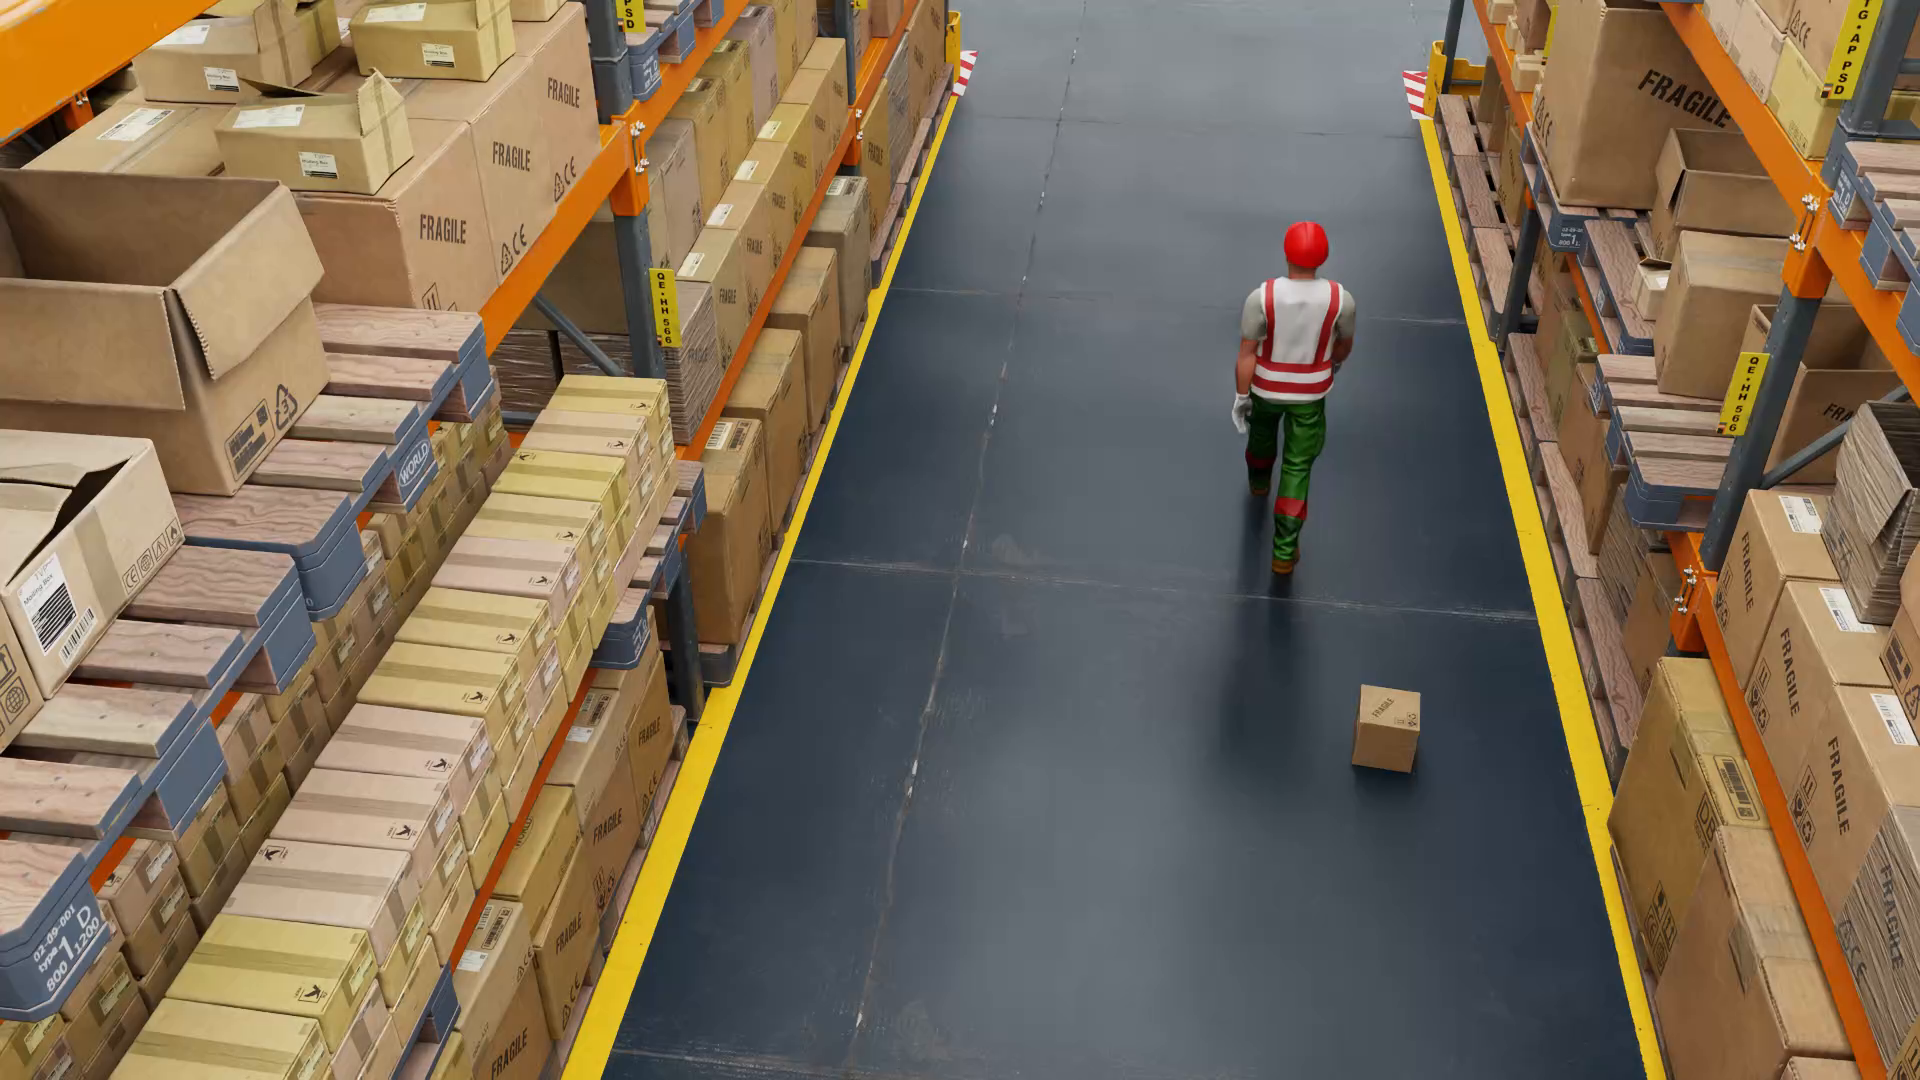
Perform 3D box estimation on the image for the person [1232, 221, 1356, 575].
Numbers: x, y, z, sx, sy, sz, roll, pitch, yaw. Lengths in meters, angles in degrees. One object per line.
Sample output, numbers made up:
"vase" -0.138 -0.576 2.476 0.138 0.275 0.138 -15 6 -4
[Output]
"person" 1.615 -0.782 8.115 0.538 1.735 1.089 7 36 10
